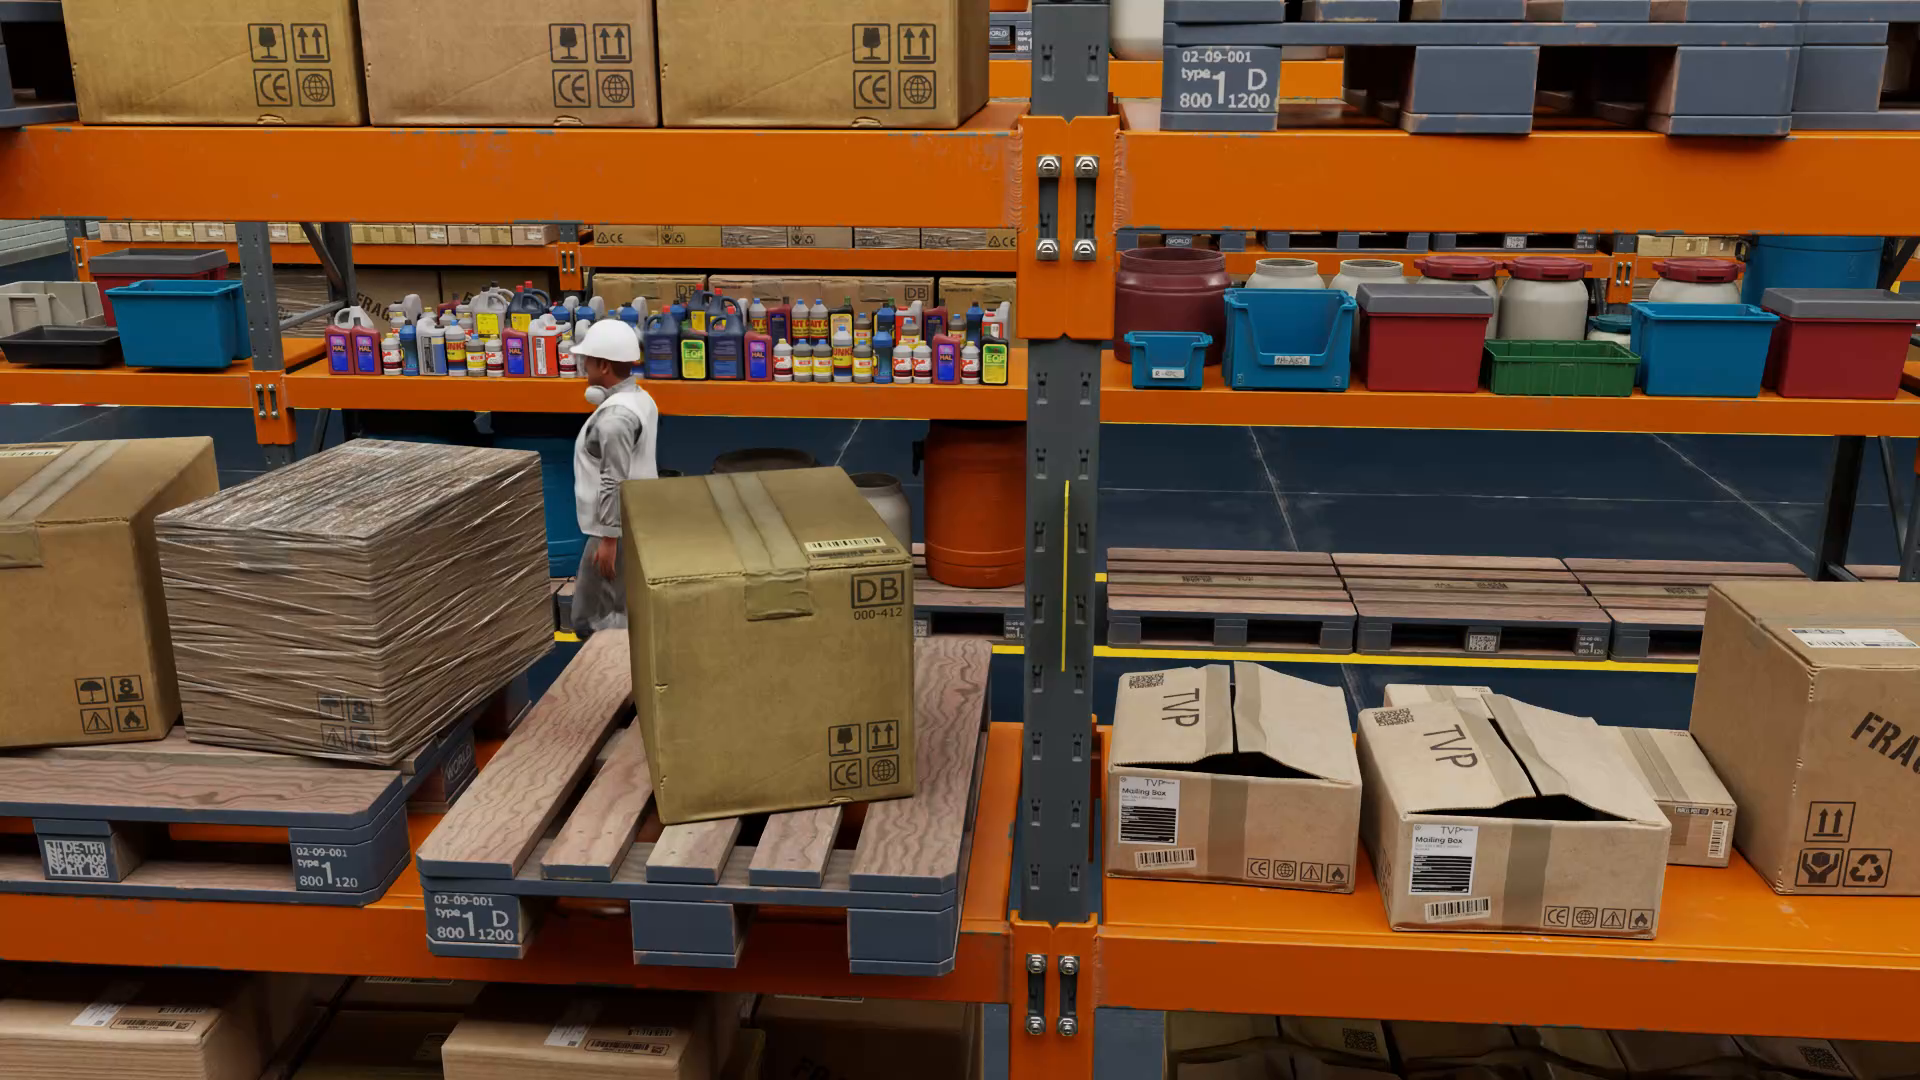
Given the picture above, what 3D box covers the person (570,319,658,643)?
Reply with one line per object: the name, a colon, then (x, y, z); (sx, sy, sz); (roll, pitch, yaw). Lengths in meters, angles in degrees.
person: (-1.423, -0.067, 7.129); (0.553, 1.761, 0.546); (0, 17, -1)
